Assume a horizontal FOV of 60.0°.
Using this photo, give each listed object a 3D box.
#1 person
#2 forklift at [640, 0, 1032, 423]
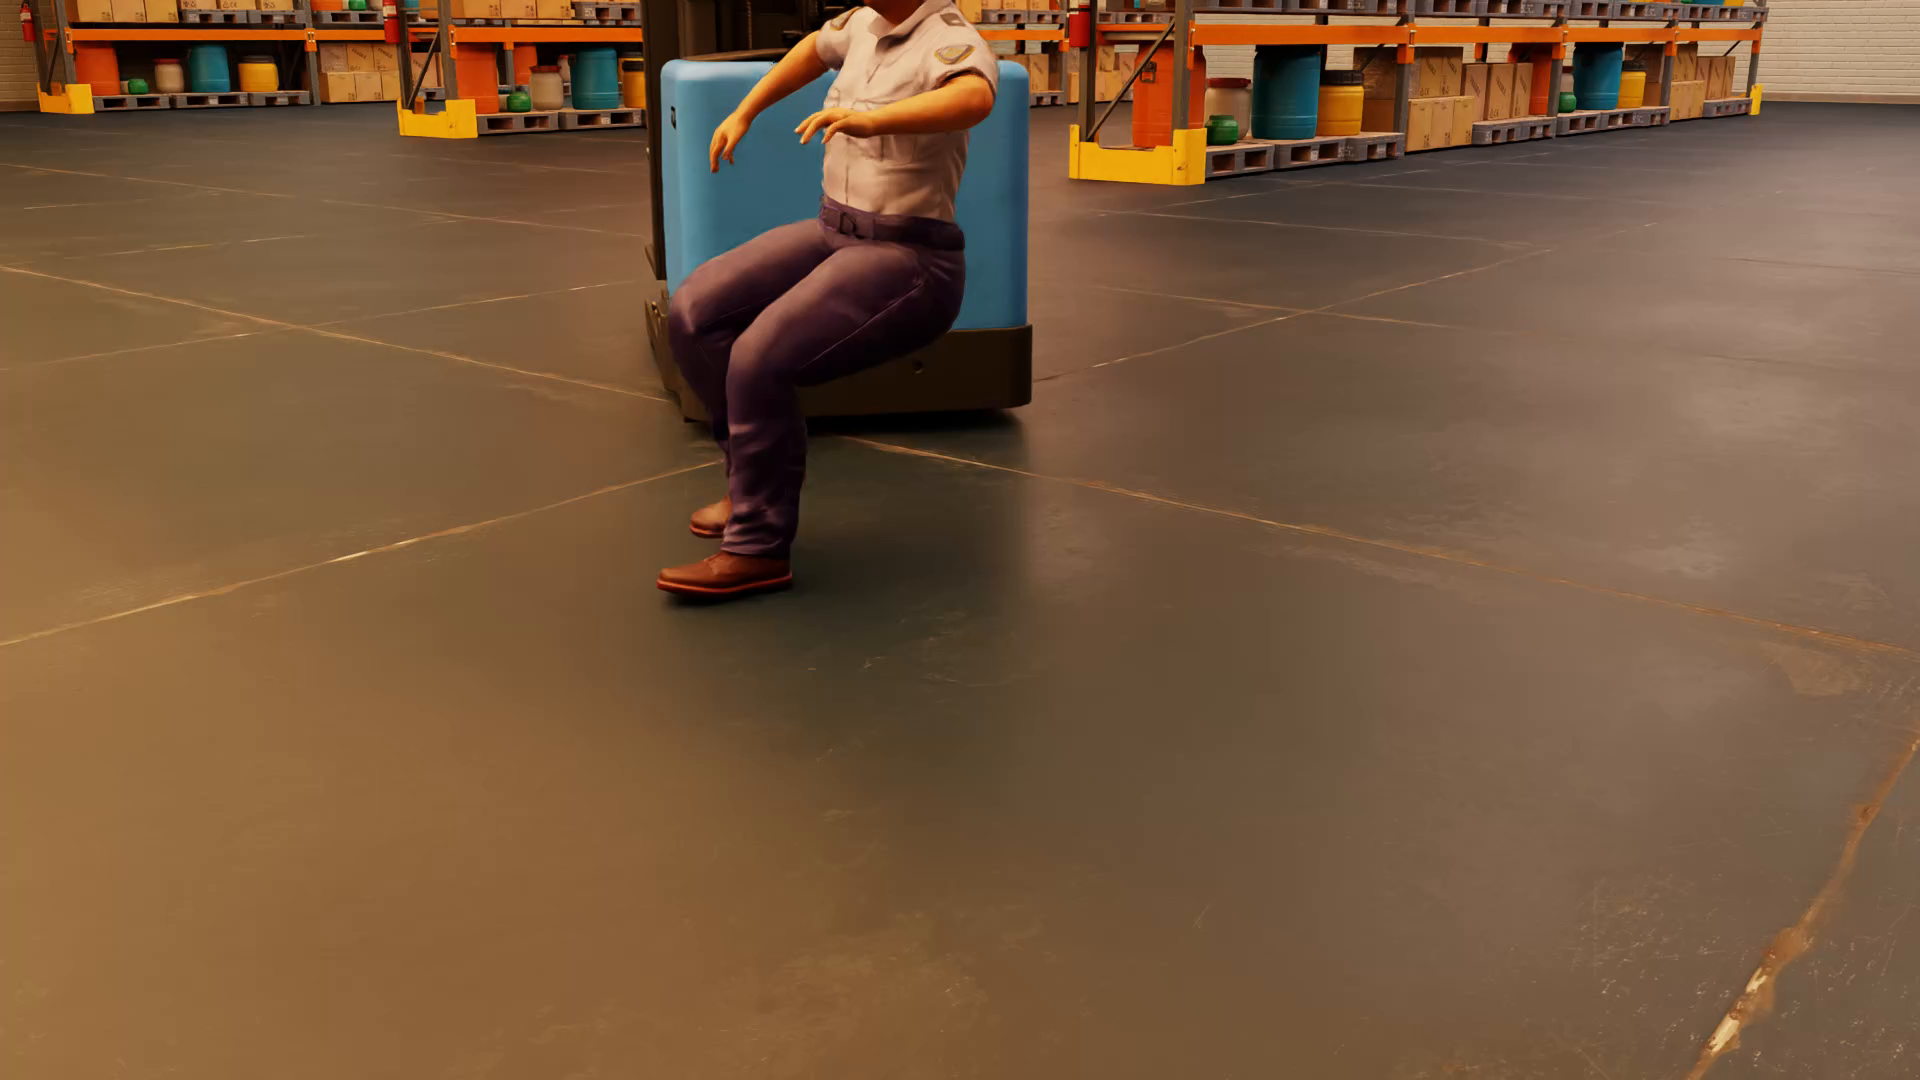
[{"bbox_3d":[-0.358,-0.637,3.576,0.802,1.419,0.995,-13,21,-37],"label":"person"},{"bbox_3d":[-0.610,-2.132,5.918,1.130,2.935,3.031,-4,17,-12],"label":"forklift"}]
